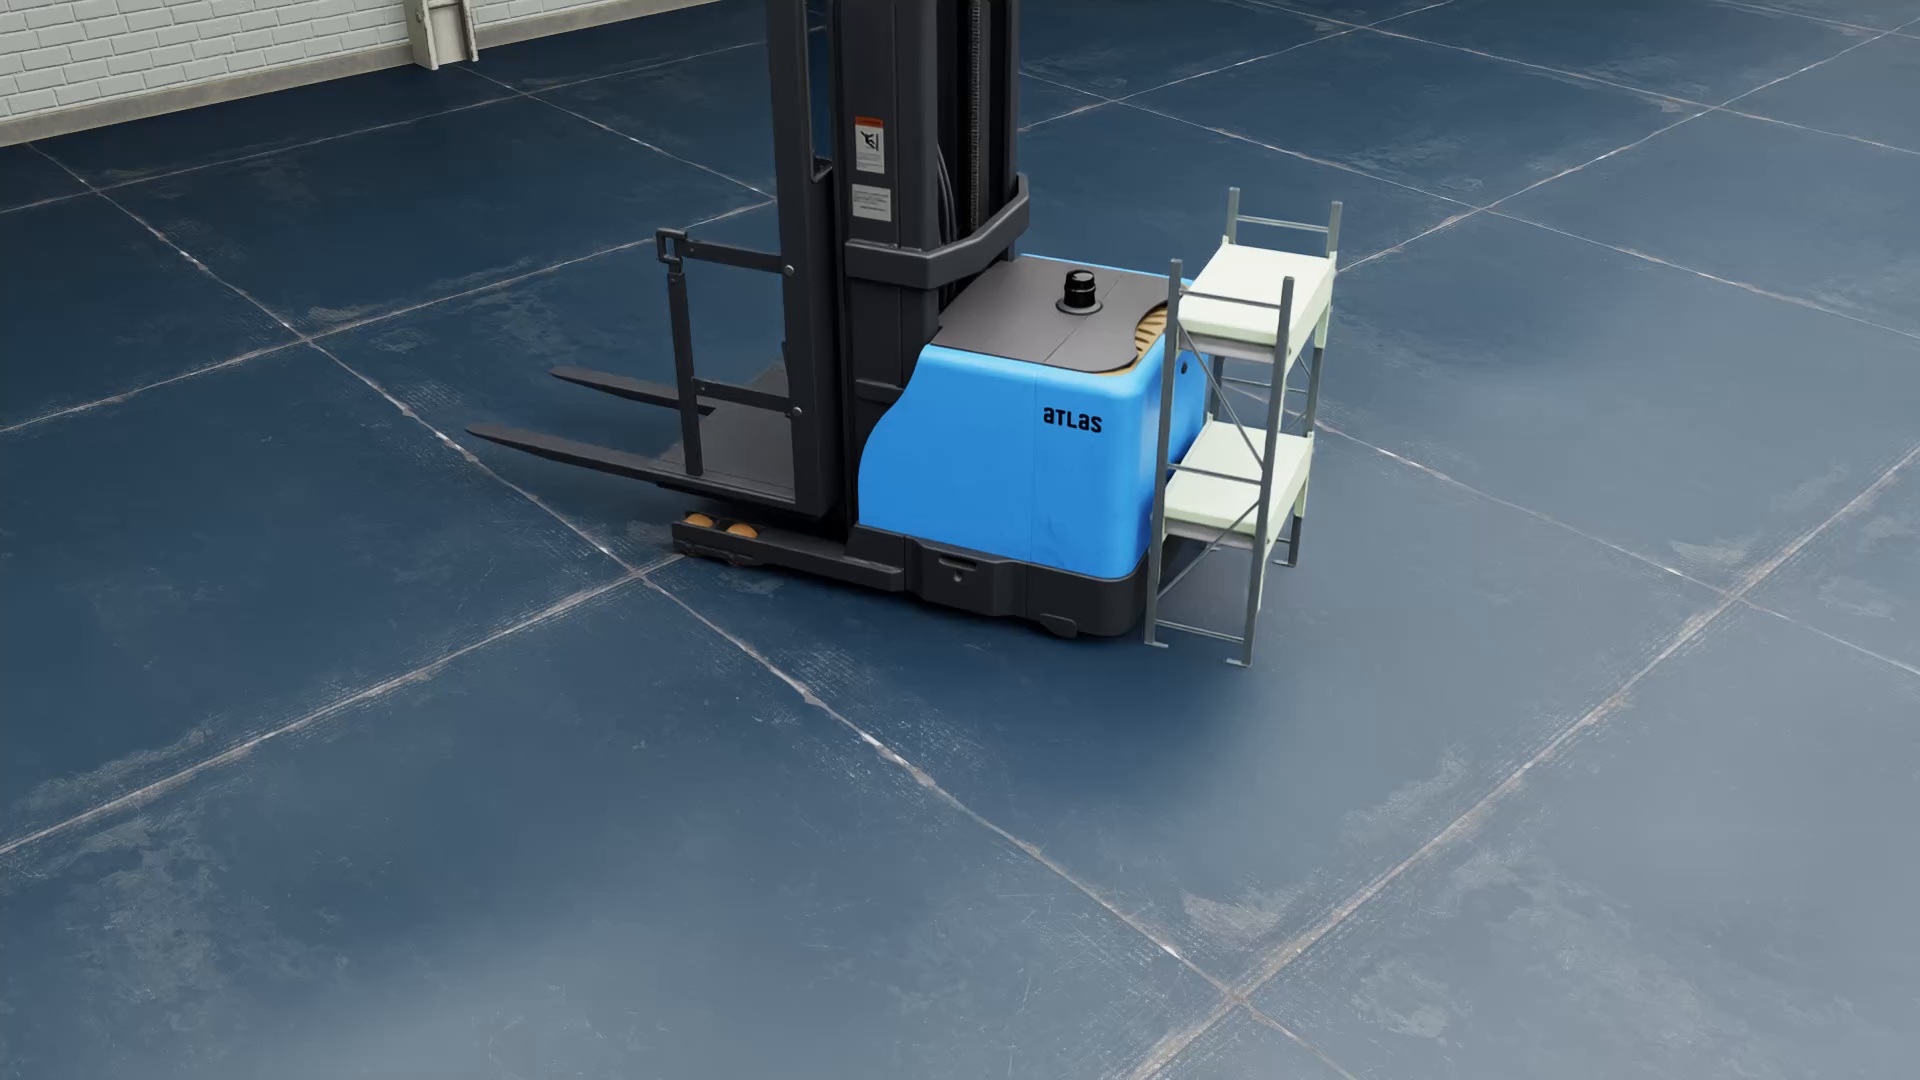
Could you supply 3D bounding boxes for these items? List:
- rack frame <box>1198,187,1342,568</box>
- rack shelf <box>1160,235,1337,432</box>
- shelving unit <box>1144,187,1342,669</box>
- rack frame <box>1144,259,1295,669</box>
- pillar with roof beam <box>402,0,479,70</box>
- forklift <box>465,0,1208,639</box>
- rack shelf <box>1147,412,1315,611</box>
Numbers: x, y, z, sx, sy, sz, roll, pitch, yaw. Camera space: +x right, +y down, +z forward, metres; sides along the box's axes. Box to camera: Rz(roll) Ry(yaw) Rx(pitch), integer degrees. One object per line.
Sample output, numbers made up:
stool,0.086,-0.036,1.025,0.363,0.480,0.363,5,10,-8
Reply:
rack frame,1.146,-0.573,6.250,0.400,1.500,0.023,12,34,19
rack shelf,1.005,-0.730,5.758,0.431,0.370,0.720,12,34,19
shelving unit,1.005,-0.397,5.962,0.431,1.500,0.755,12,34,19
rack frame,0.865,-0.221,5.674,0.400,1.500,0.023,12,34,19
pillar with roof beam,-1.017,-5.868,7.720,0.400,9.000,9.100,-26,40,-35
forklift,-0.595,-1.383,6.203,3.031,2.935,1.130,13,34,20
rack shelf,1.005,-0.119,6.132,0.431,0.370,0.720,12,34,19
